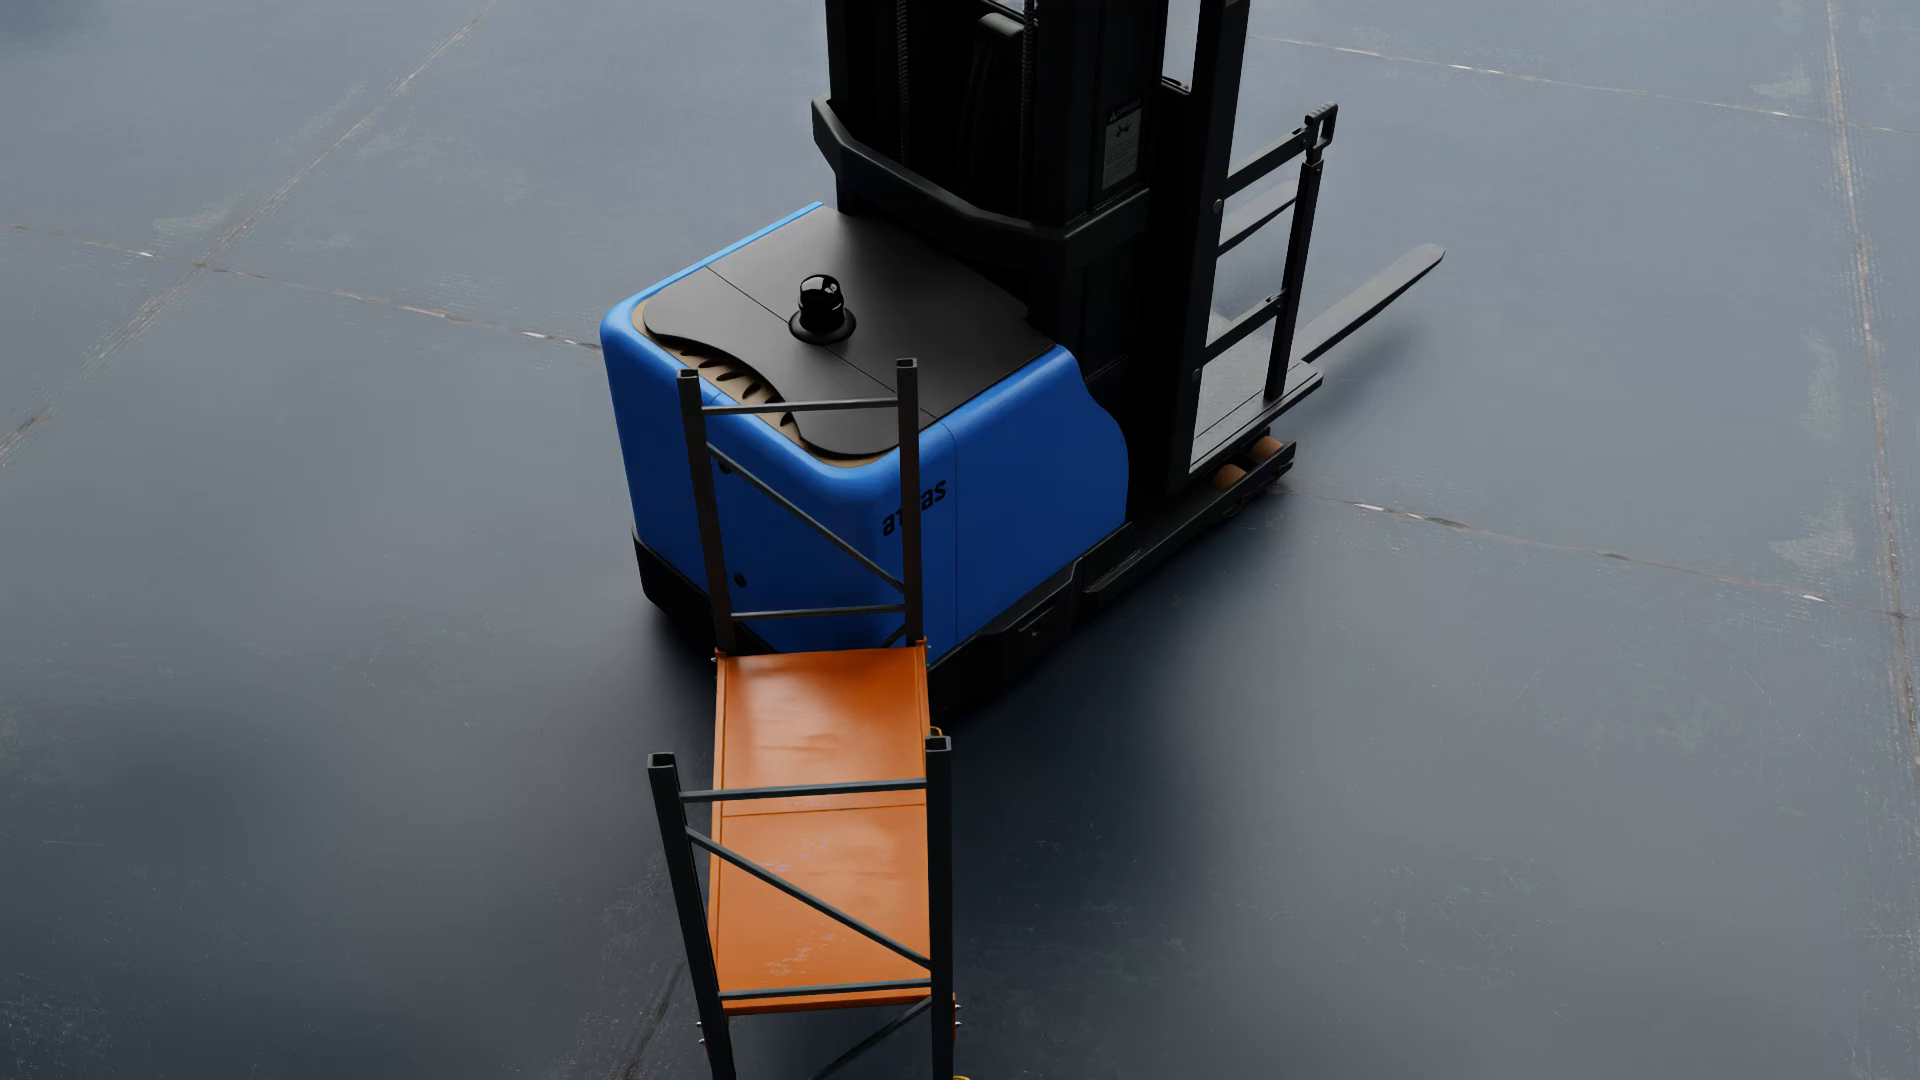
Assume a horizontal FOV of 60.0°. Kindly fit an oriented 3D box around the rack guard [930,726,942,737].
[{"bbox_3d":[-0.340,0.625,4.433,0.587,0.250,0.087,-3,44,-3],"label":"rack guard"}]

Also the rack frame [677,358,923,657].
[{"bbox_3d":[-0.340,0.177,3.997,0.500,1.500,0.032,-3,44,-3],"label":"rack frame"}]

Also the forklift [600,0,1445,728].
[{"bbox_3d":[0.443,-1.355,4.539,3.031,2.935,1.130,-35,54,-30],"label":"forklift"}]

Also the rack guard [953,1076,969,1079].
[{"bbox_3d":[-0.266,1.319,3.723,0.587,0.250,0.087,-3,44,-3],"label":"rack guard"}]

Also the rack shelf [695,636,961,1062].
[{"bbox_3d":[-0.302,0.660,3.760,0.538,0.185,1.000,-3,44,-3],"label":"rack shelf"}]

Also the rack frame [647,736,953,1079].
[{"bbox_3d":[-0.264,0.886,3.272,0.500,1.500,0.032,-3,44,-3],"label":"rack frame"}]

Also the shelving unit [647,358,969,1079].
[{"bbox_3d":[-0.303,0.525,3.641,0.587,1.500,1.083,-3,44,-3],"label":"shelving unit"}]
